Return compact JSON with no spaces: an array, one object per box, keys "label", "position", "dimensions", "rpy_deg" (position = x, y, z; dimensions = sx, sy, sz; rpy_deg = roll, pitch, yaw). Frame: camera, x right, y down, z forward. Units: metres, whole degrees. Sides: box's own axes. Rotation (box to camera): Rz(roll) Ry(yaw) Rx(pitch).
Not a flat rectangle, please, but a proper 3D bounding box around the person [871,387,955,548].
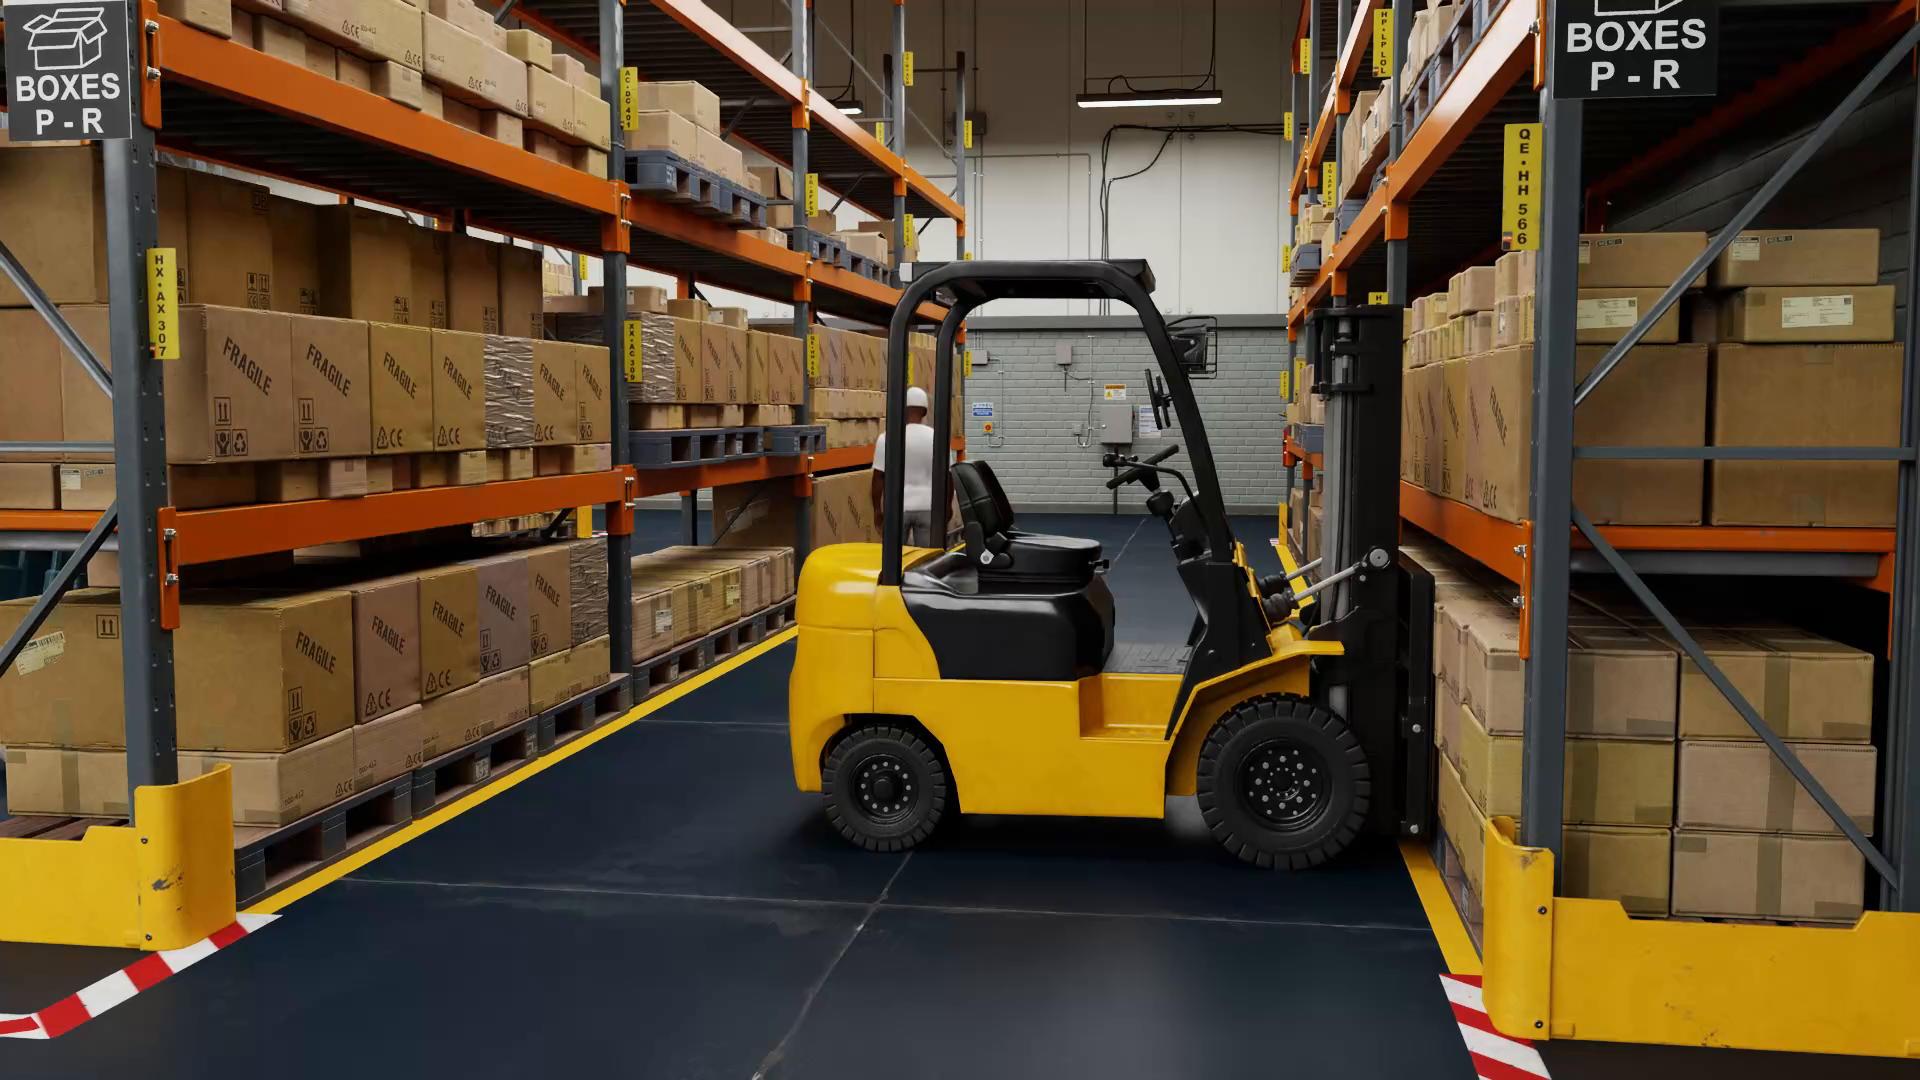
[{"label":"person","position":[-0.333,-0.185,11.988],"dimensions":[0.591,1.824,0.511],"rpy_deg":[0,4,1]}]
